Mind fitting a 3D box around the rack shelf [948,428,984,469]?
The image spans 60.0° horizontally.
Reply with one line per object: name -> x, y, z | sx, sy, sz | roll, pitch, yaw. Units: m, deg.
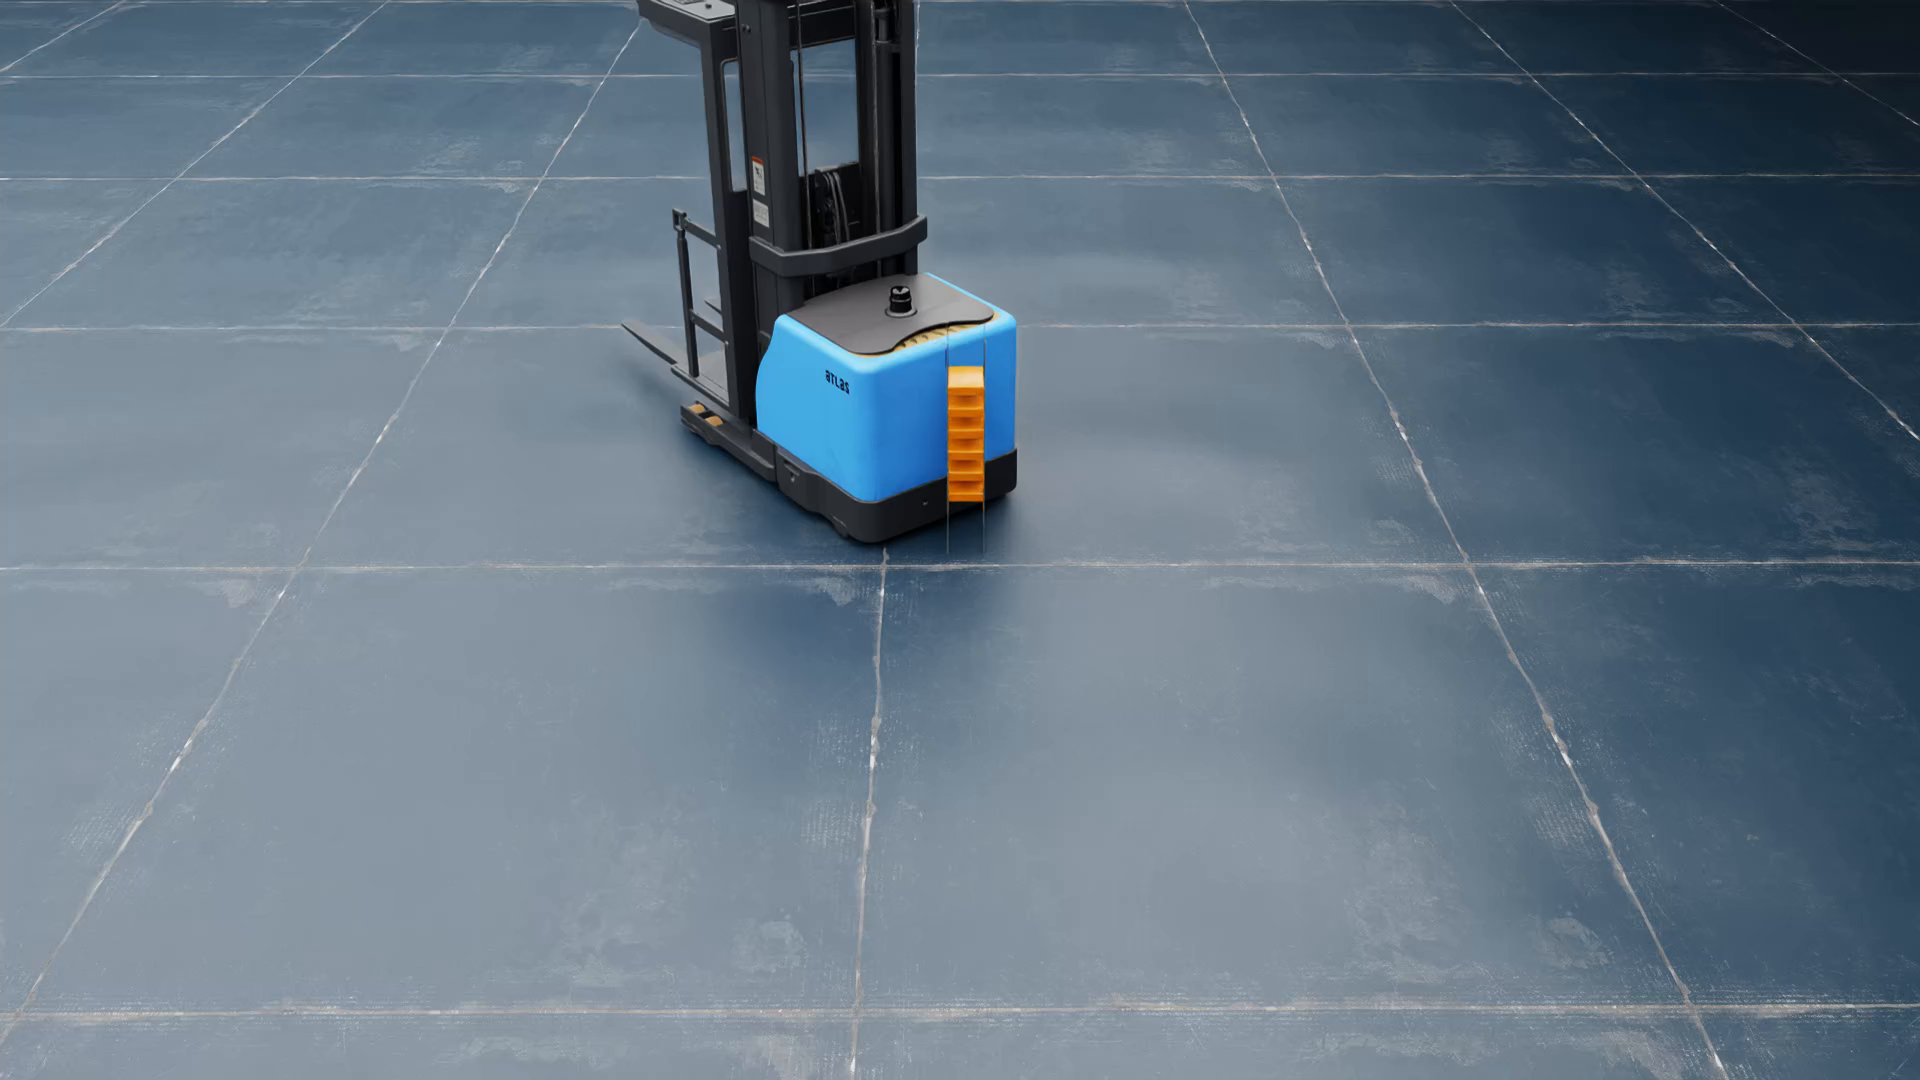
rack shelf -> 0.030, -0.464, 8.444 | 0.180, 0.103, 0.258 | 0, 31, 0

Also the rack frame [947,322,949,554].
rack frame -> -0.061, -0.502, 8.421 | 0.006, 1.200, 0.240 | 0, 31, 0

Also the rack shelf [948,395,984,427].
rack shelf -> 0.030, -0.669, 8.319 | 0.180, 0.103, 0.258 | 0, 31, 0

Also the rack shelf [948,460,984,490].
rack shelf -> 0.030, -0.362, 8.506 | 0.180, 0.103, 0.258 | 0, 31, 0

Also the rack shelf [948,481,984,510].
rack shelf -> 0.030, -0.259, 8.568 | 0.180, 0.103, 0.258 | 0, 31, 0

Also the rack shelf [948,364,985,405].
rack shelf -> 0.030, -0.772, 8.257 | 0.180, 0.103, 0.258 | 0, 31, 0

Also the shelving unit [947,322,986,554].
shelving unit -> 0.030, -0.502, 8.421 | 0.189, 1.200, 0.258 | 0, 31, 0

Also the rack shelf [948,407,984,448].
rack shelf -> 0.030, -0.567, 8.382 | 0.180, 0.103, 0.258 | 0, 31, 0

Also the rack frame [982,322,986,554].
rack frame -> 0.122, -0.502, 8.421 | 0.006, 1.200, 0.240 | 0, 31, 0

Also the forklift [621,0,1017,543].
forklift -> -0.984, -1.944, 9.128 | 1.130, 2.935, 3.031 | -22, 37, -31
